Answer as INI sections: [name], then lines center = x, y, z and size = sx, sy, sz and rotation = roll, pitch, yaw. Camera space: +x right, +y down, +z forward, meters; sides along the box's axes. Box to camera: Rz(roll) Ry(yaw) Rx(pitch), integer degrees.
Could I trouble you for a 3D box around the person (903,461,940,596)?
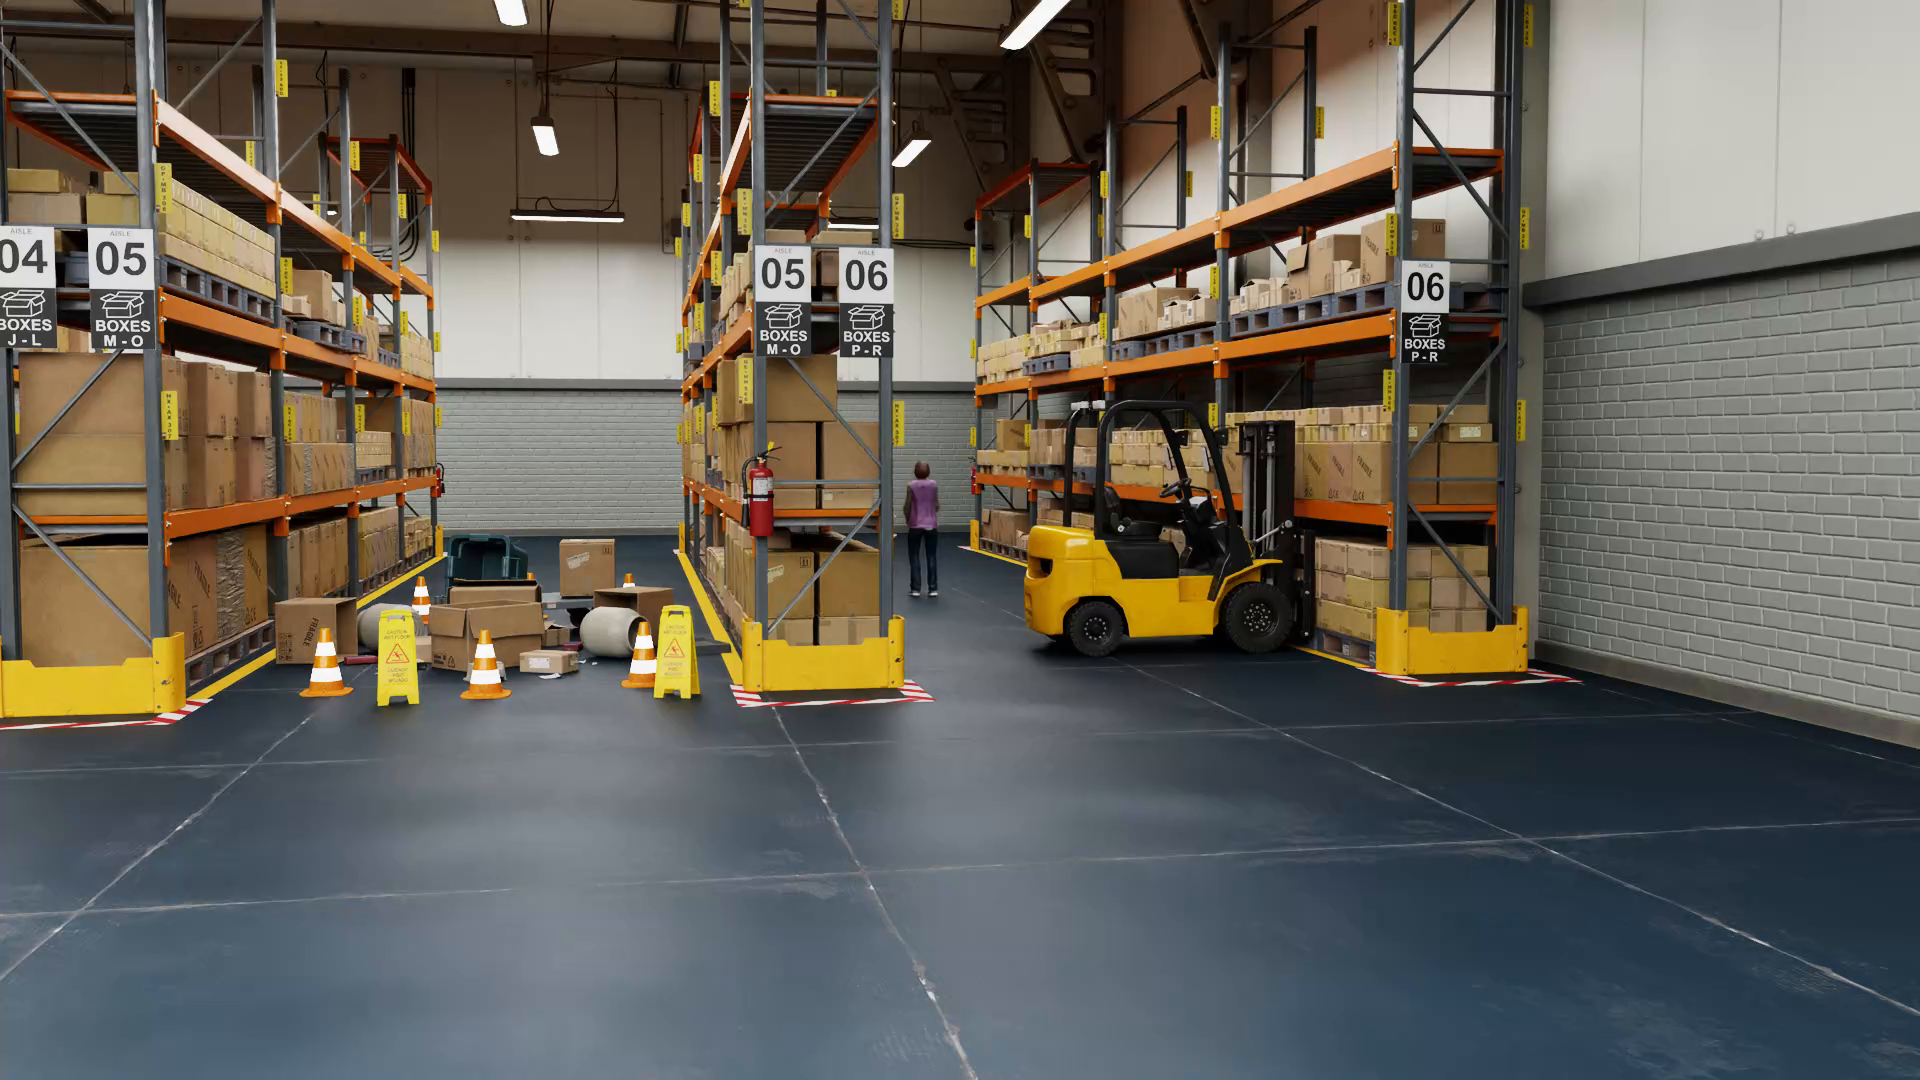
[person]
center = -0.458, -0.139, 19.660
size = 0.438, 1.602, 0.471
rotation = -1, 3, -12
